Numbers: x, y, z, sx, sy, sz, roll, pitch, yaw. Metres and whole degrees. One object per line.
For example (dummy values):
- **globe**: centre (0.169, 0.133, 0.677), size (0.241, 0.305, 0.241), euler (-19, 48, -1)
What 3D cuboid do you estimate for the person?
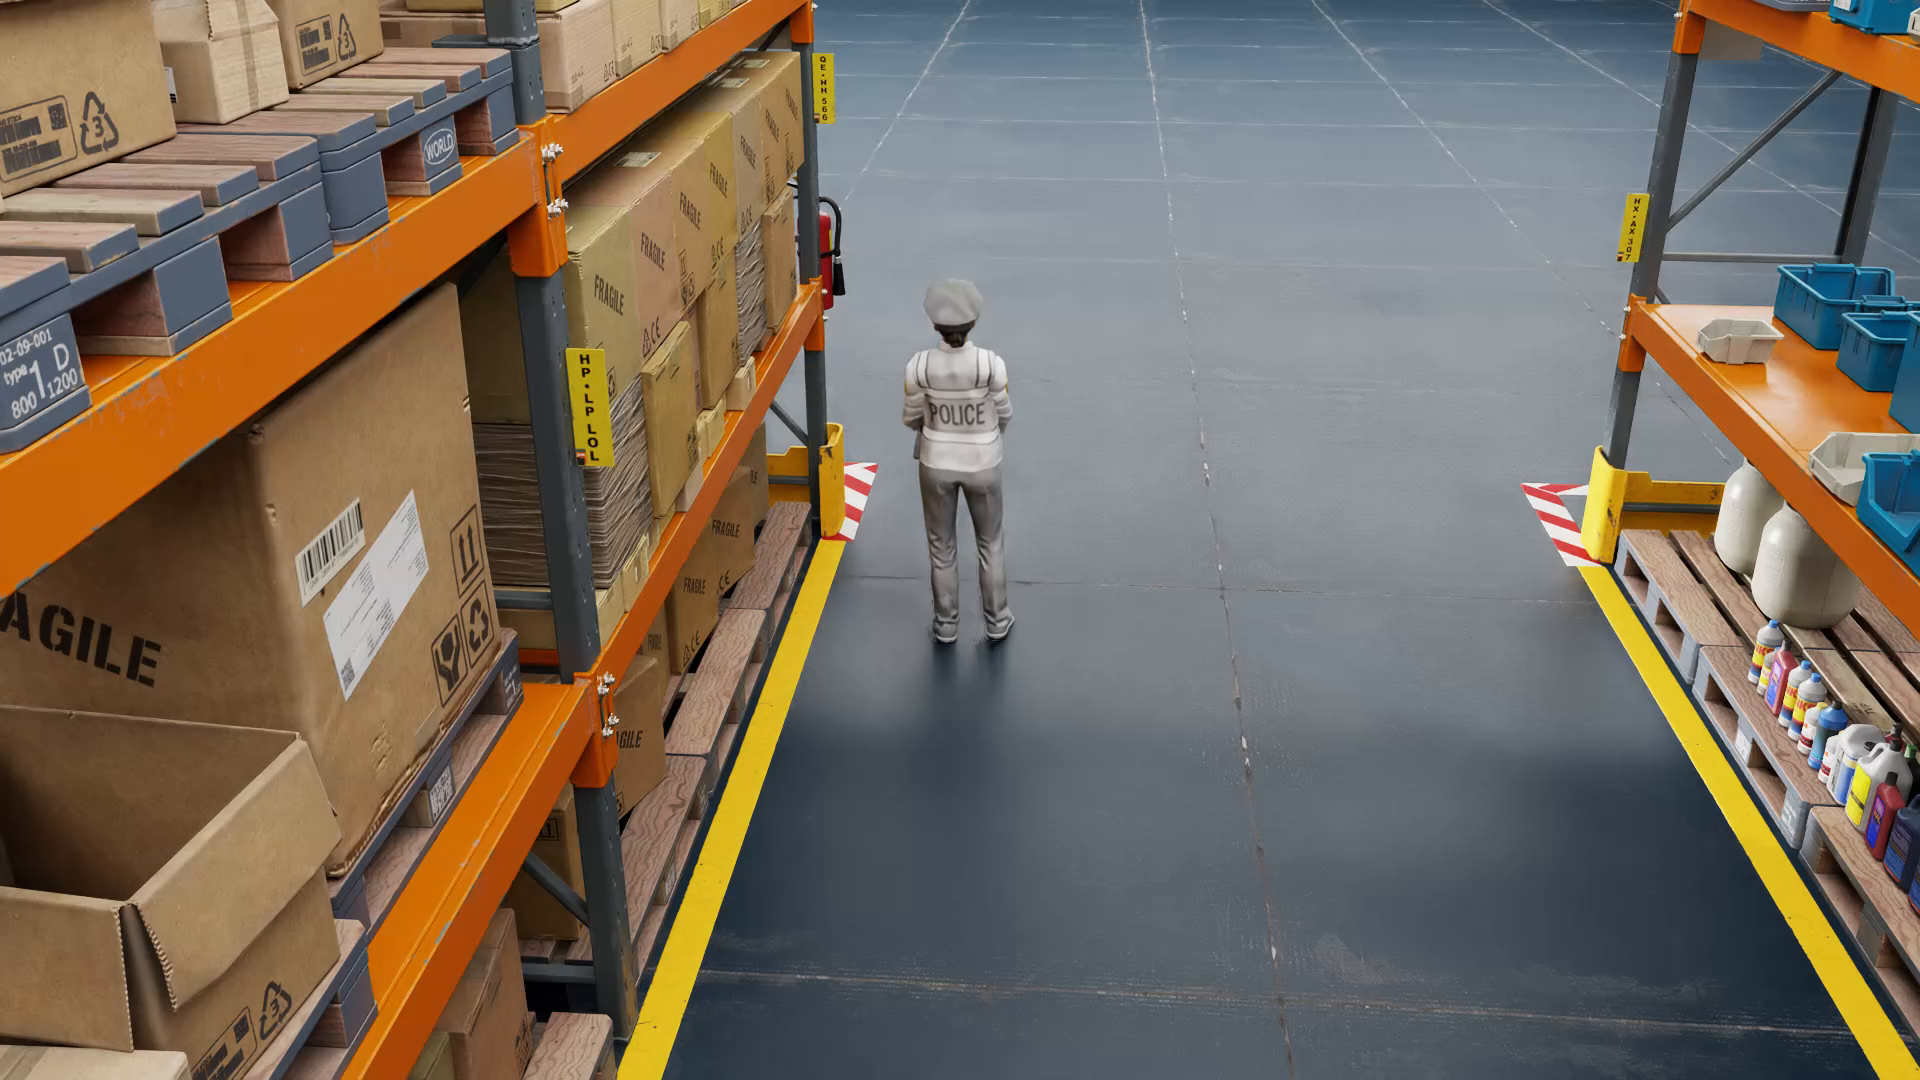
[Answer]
- **person**: centre (-0.002, -0.340, 7.299), size (0.492, 1.701, 0.535), euler (1, 25, 3)
